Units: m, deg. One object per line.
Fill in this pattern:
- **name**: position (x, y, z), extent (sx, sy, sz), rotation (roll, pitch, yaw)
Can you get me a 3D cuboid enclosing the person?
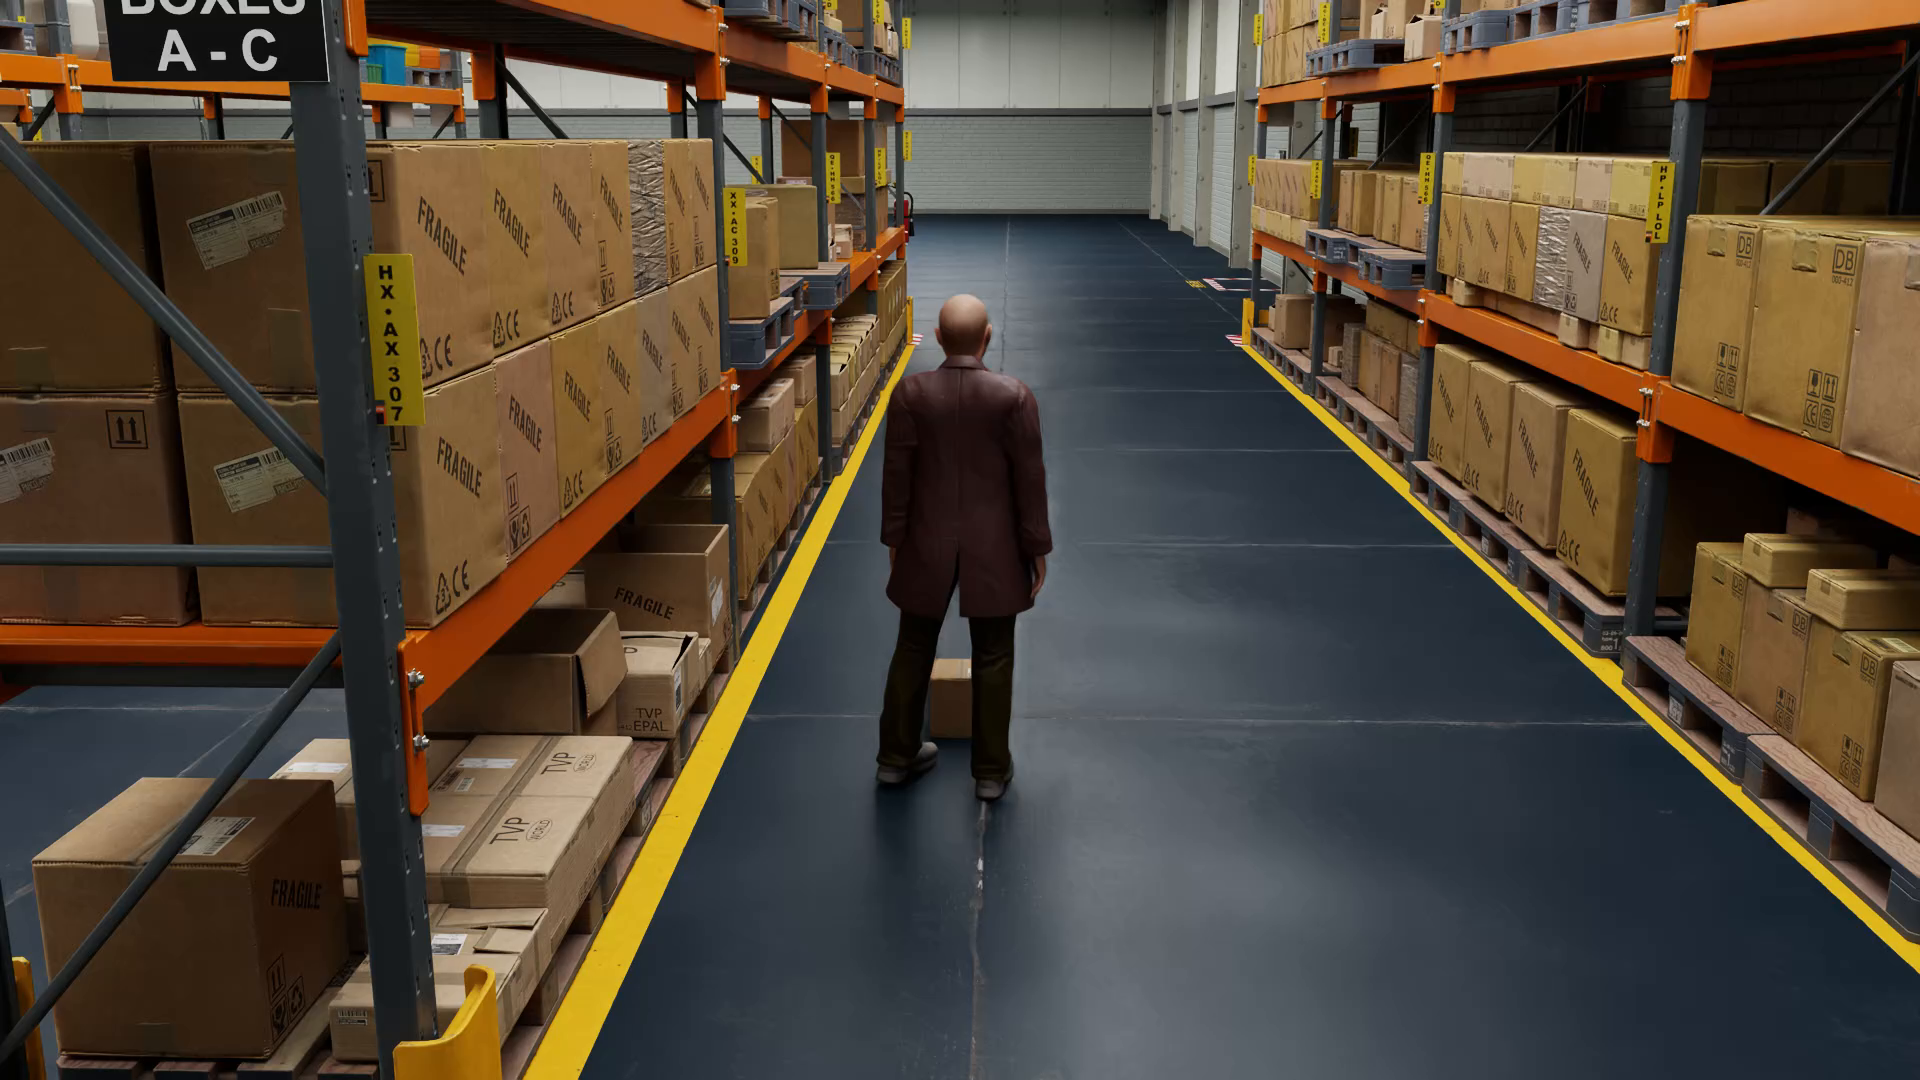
- **person**: position (0.023, 0.016, 5.911), extent (0.638, 1.782, 0.425), rotation (2, 14, 9)
